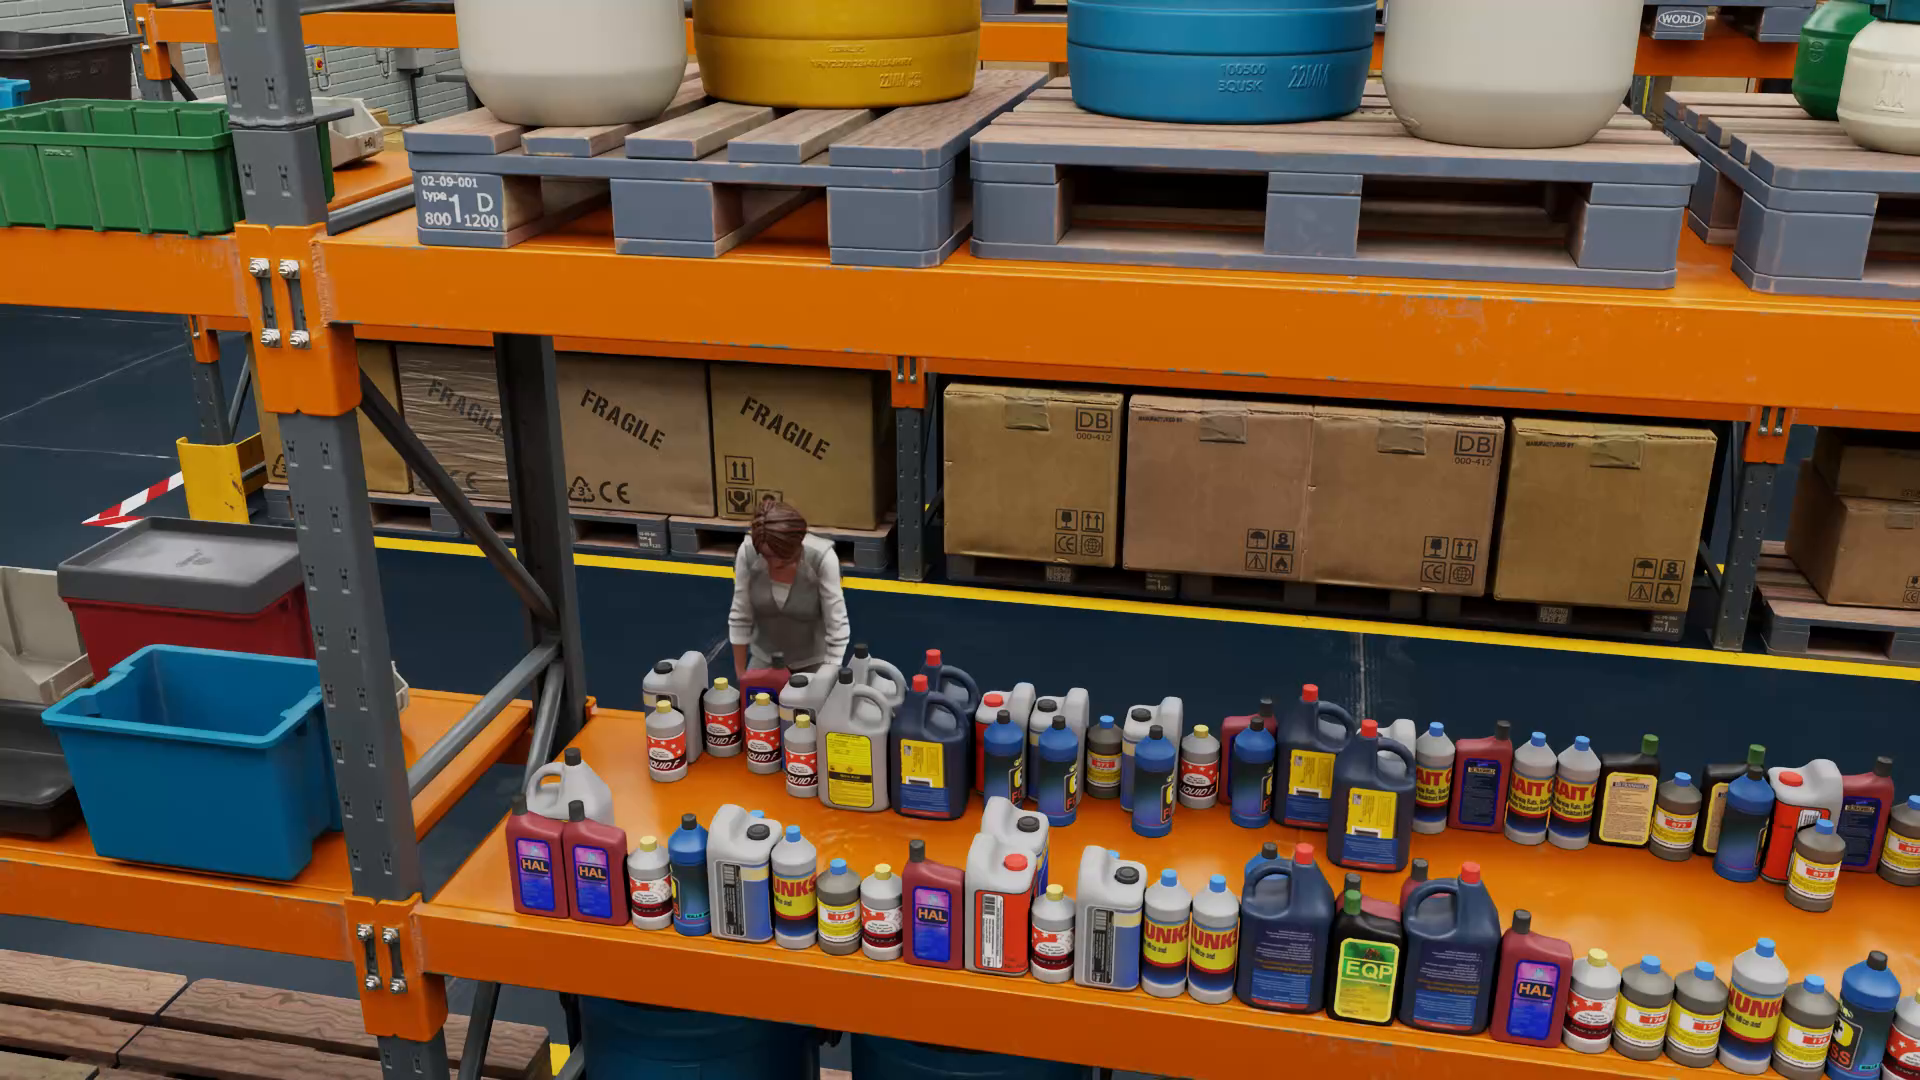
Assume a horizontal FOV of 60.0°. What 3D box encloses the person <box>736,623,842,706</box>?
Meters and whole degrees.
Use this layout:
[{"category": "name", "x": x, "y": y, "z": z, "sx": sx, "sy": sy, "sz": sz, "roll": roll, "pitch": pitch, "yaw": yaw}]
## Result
[{"category": "person", "x": -0.654, "y": 0.793, "z": 6.114, "sx": 0.427, "sy": 0.860, "sz": 0.854, "roll": 3, "pitch": 22, "yaw": 8}]
